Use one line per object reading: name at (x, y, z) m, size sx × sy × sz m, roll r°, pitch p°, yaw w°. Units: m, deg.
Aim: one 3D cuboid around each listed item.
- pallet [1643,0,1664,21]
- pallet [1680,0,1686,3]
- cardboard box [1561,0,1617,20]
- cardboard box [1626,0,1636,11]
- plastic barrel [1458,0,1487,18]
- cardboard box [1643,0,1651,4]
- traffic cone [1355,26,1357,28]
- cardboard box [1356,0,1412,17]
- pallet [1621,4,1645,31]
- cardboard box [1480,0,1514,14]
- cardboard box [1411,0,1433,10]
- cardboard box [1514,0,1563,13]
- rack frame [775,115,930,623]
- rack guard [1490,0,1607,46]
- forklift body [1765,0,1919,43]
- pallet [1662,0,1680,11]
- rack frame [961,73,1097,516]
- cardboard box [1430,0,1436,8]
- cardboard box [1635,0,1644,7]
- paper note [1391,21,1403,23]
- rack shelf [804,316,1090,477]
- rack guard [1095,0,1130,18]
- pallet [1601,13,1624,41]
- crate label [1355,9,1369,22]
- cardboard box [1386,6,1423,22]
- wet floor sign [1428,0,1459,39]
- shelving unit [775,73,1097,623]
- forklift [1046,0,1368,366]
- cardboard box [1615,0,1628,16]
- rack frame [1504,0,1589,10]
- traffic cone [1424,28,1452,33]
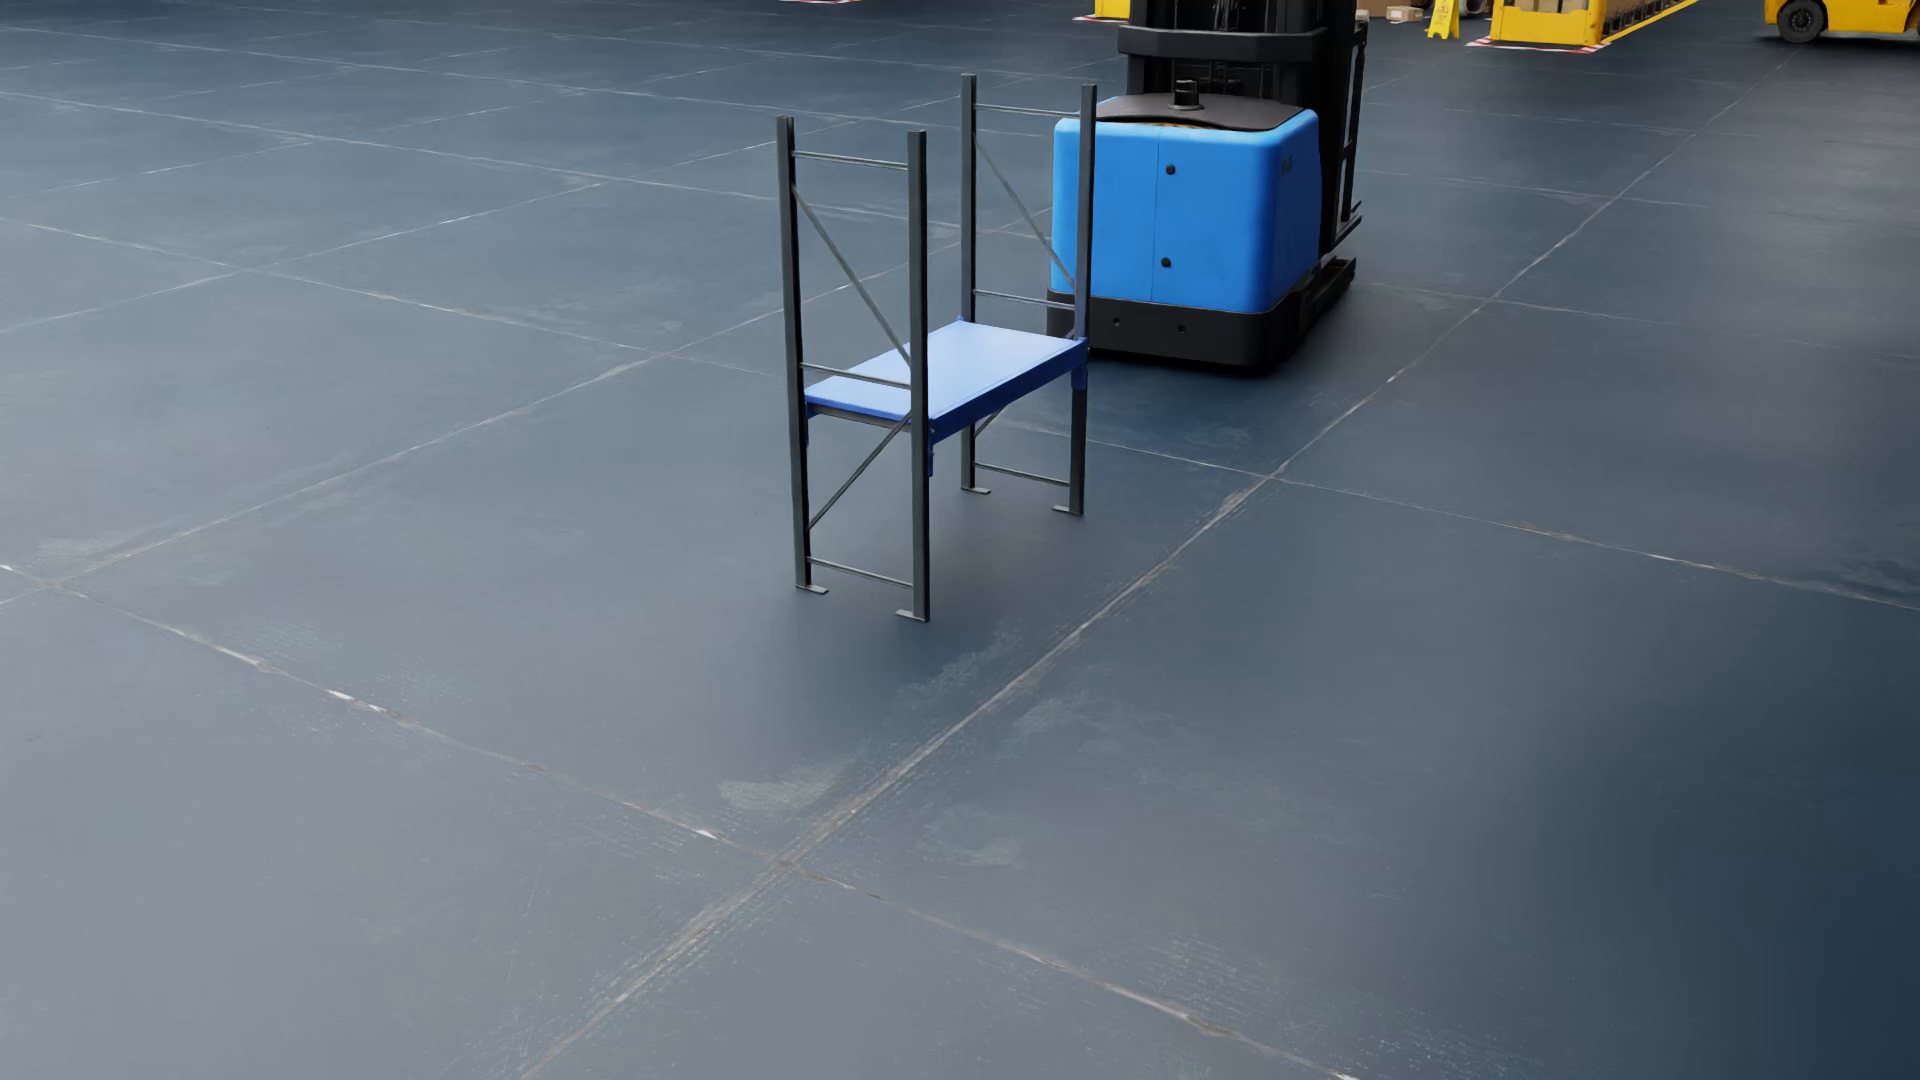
pallet at (8.334, -6.813, 21.221) m, size 1.003 × 0.211 × 1.213 m, roll 14°, pitch 27°, yaw 29°
pallet at (9.710, -7.723, 23.325) m, size 1.003 × 0.211 × 1.213 m, roll 14°, pitch 27°, yaw 29°
cardboard box at (7.209, -6.122, 19.047) m, size 0.500 × 0.250 × 0.500 m, roll 14°, pitch 27°, yaw 29°
cardboard box at (7.762, -6.479, 19.873) m, size 0.500 × 0.250 × 0.500 m, roll 16°, pitch 28°, yaw 32°
plastic barrel at (6.352, -6.808, 20.944) m, size 0.421 × 0.421 × 0.512 m, roll -7°, pitch 24°, yaw -17°
cardboard box at (8.302, -6.820, 20.660) m, size 0.500 × 0.250 × 0.500 m, roll 13°, pitch 27°, yaw 28°
traffic cone at (4.557, -6.345, 19.825) m, size 0.336 × 0.463 × 0.334 m, roll 14°, pitch 27°, yaw 29°
cardboard box at (5.324, -6.954, 21.180) m, size 0.797 × 0.503 × 0.637 m, roll -3°, pitch 24°, yaw -7°
pallet at (7.691, -6.399, 20.266) m, size 1.003 × 0.211 × 1.213 m, roll 14°, pitch 27°, yaw 29°
cardboard box at (6.937, -7.104, 21.527) m, size 0.500 × 0.500 × 0.500 m, roll -7°, pitch 24°, yaw -17°
cardboard box at (5.810, -7.334, 21.886) m, size 0.797 × 0.637 × 0.503 m, roll 14°, pitch 27°, yaw 29°
cardboard box at (6.759, -6.245, 19.331) m, size 0.500 × 0.250 × 0.500 m, roll 14°, pitch 27°, yaw 29°
rack frame at (-0.313, -0.488, 4.989) m, size 0.500 × 1.500 × 0.032 m, roll 14°, pitch 27°, yaw 29°
rack guard at (6.588, -5.855, 18.645) m, size 1.175 × 0.500 × 0.348 m, roll 14°, pitch 27°, yaw 29°
forklift body at (10.218, -6.570, 18.220) m, size 2.313 × 2.155 × 1.214 m, roll 14°, pitch 27°, yaw 29°
pallet at (9.068, -7.310, 22.370) m, size 1.003 × 0.211 × 1.213 m, roll 14°, pitch 27°, yaw 29°
rack frame at (0.223, -0.831, 5.782) m, size 0.500 × 1.500 × 0.032 m, roll 14°, pitch 27°, yaw 29°
cardboard box at (6.405, -7.247, 22.155) m, size 0.258 × 0.266 × 0.396 m, roll -3°, pitch 24°, yaw -7°
cardboard box at (8.030, -6.649, 20.266) m, size 0.500 × 0.250 × 0.500 m, roll 14°, pitch 27°, yaw 30°
paper note at (5.356, -6.350, 20.380) m, size 0.148 × 0.019 × 0.142 m, roll 5°, pitch 24°, yaw 11°
rack shelf at (-0.045, -0.494, 5.457) m, size 0.538 × 0.185 × 1.000 m, roll 14°, pitch 27°, yaw 29°
rack guard at (2.277, -6.824, 20.885) m, size 1.175 × 0.500 × 0.348 m, roll 14°, pitch 27°, yaw 29°
pallet at (7.047, -5.989, 19.319) m, size 1.003 × 0.211 × 1.213 m, roll 14°, pitch 27°, yaw 29°
crate label at (4.919, -6.474, 20.533) m, size 0.250 × 0.136 × 0.298 m, roll 1°, pitch 23°, yaw 2°
cardboard box at (5.523, -6.533, 20.655) m, size 0.250 × 0.149 × 0.380 m, roll -12°, pitch 26°, yaw -26°
wet floor sign at (5.539, -6.056, 18.927) m, size 0.232 × 0.644 × 0.267 m, roll -17°, pitch 29°, yaw -35°
shelving unit at (-0.045, -0.659, 5.386) m, size 0.538 × 1.500 × 1.048 m, roll 14°, pitch 27°, yaw 29°
forklift at (1.457, -2.666, 8.219) m, size 1.130 × 2.935 × 3.031 m, roll 10°, pitch 25°, yaw 22°
cardboard box at (7.484, -6.292, 19.442) m, size 0.500 × 0.250 × 0.500 m, roll 15°, pitch 28°, yaw 31°
rack frame at (6.548, -6.976, 18.089) m, size 1.000 × 3.000 × 0.127 m, roll 14°, pitch 27°, yaw 29°
traffic cone at (5.679, -6.228, 19.553) m, size 0.336 × 0.463 × 0.334 m, roll 14°, pitch 27°, yaw 29°
